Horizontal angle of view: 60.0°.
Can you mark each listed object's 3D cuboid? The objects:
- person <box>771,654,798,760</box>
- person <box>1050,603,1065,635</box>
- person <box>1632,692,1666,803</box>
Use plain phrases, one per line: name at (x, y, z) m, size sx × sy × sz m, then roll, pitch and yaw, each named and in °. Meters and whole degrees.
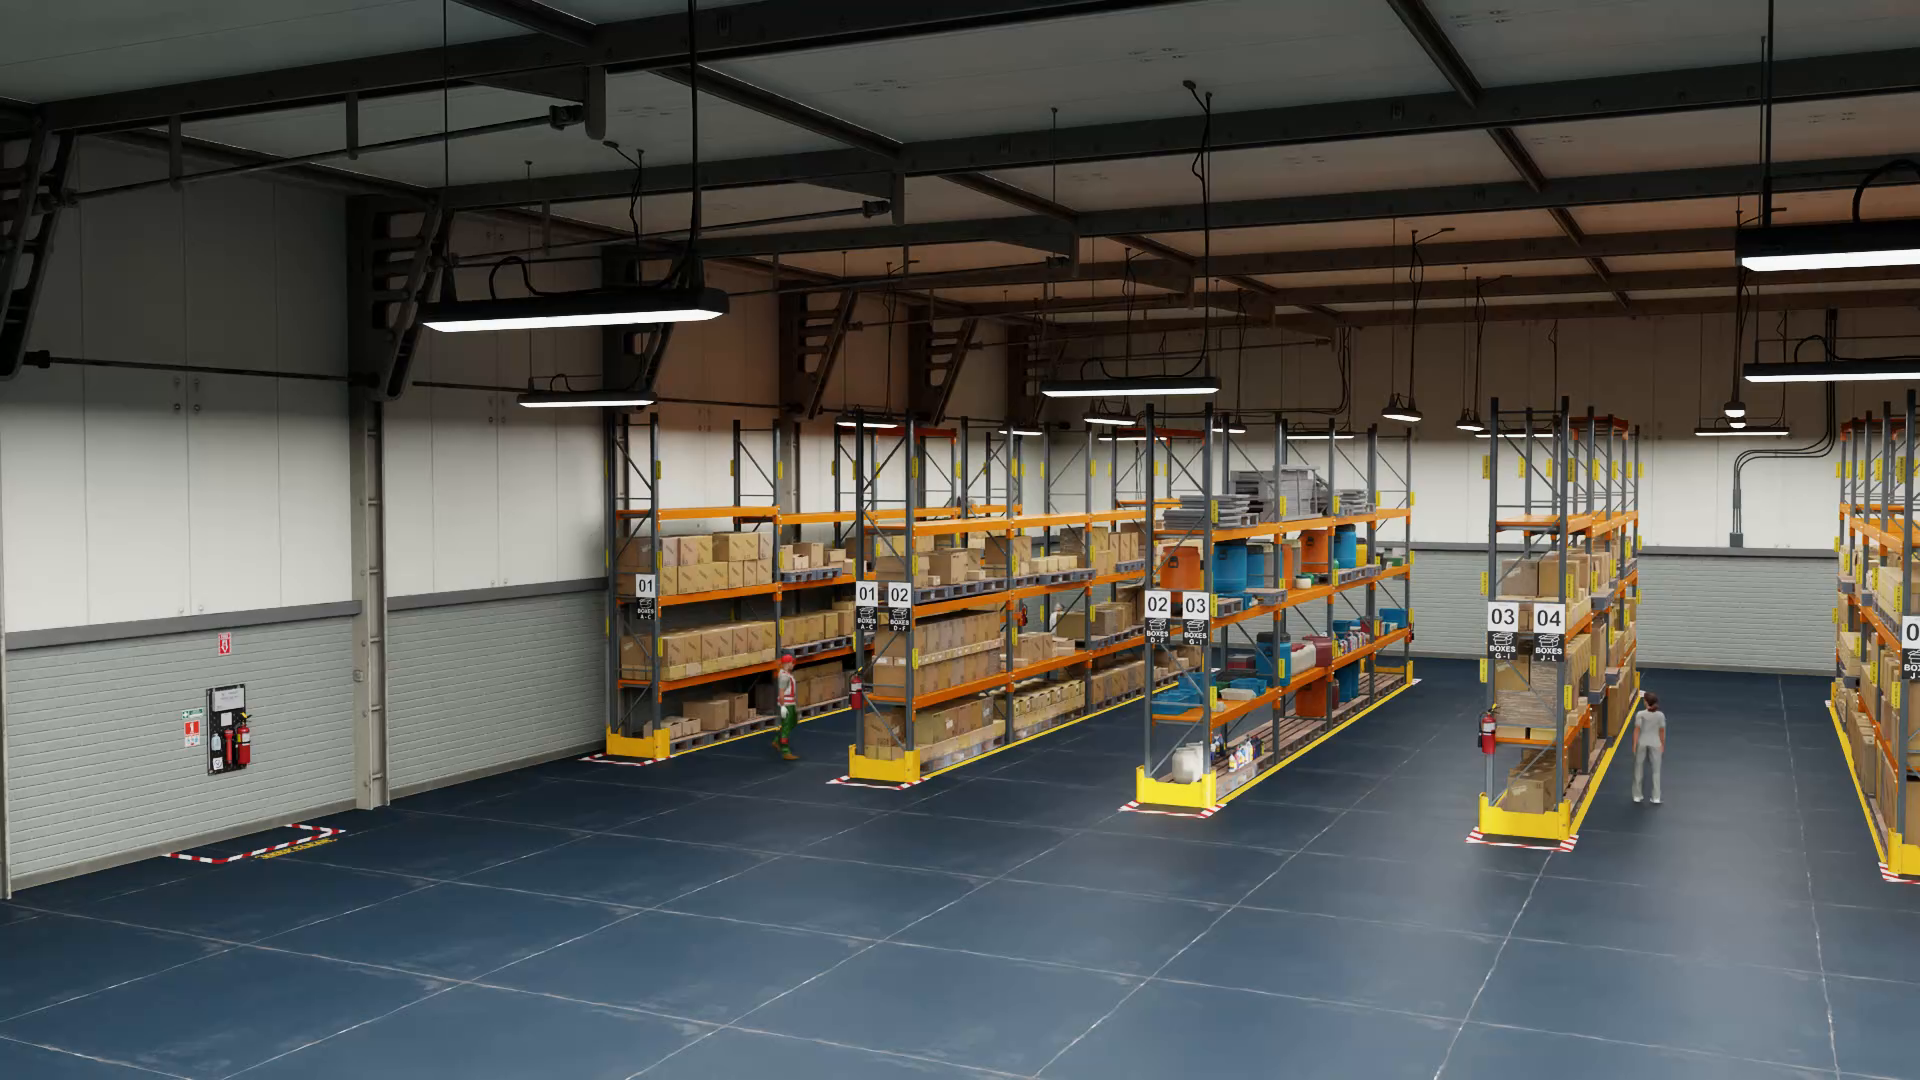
person at (-3.052, 2.880, 28.904) m, size 0.491 × 1.790 × 0.643 m, roll 0°, pitch 2°, yaw -1°
person at (2.426, 2.408, 42.216) m, size 0.556 × 1.636 × 0.946 m, roll 1°, pitch 3°, yaw 18°
person at (10.377, 3.143, 25.029) m, size 0.457 × 1.640 × 0.432 m, roll 1°, pitch 3°, yaw 30°
